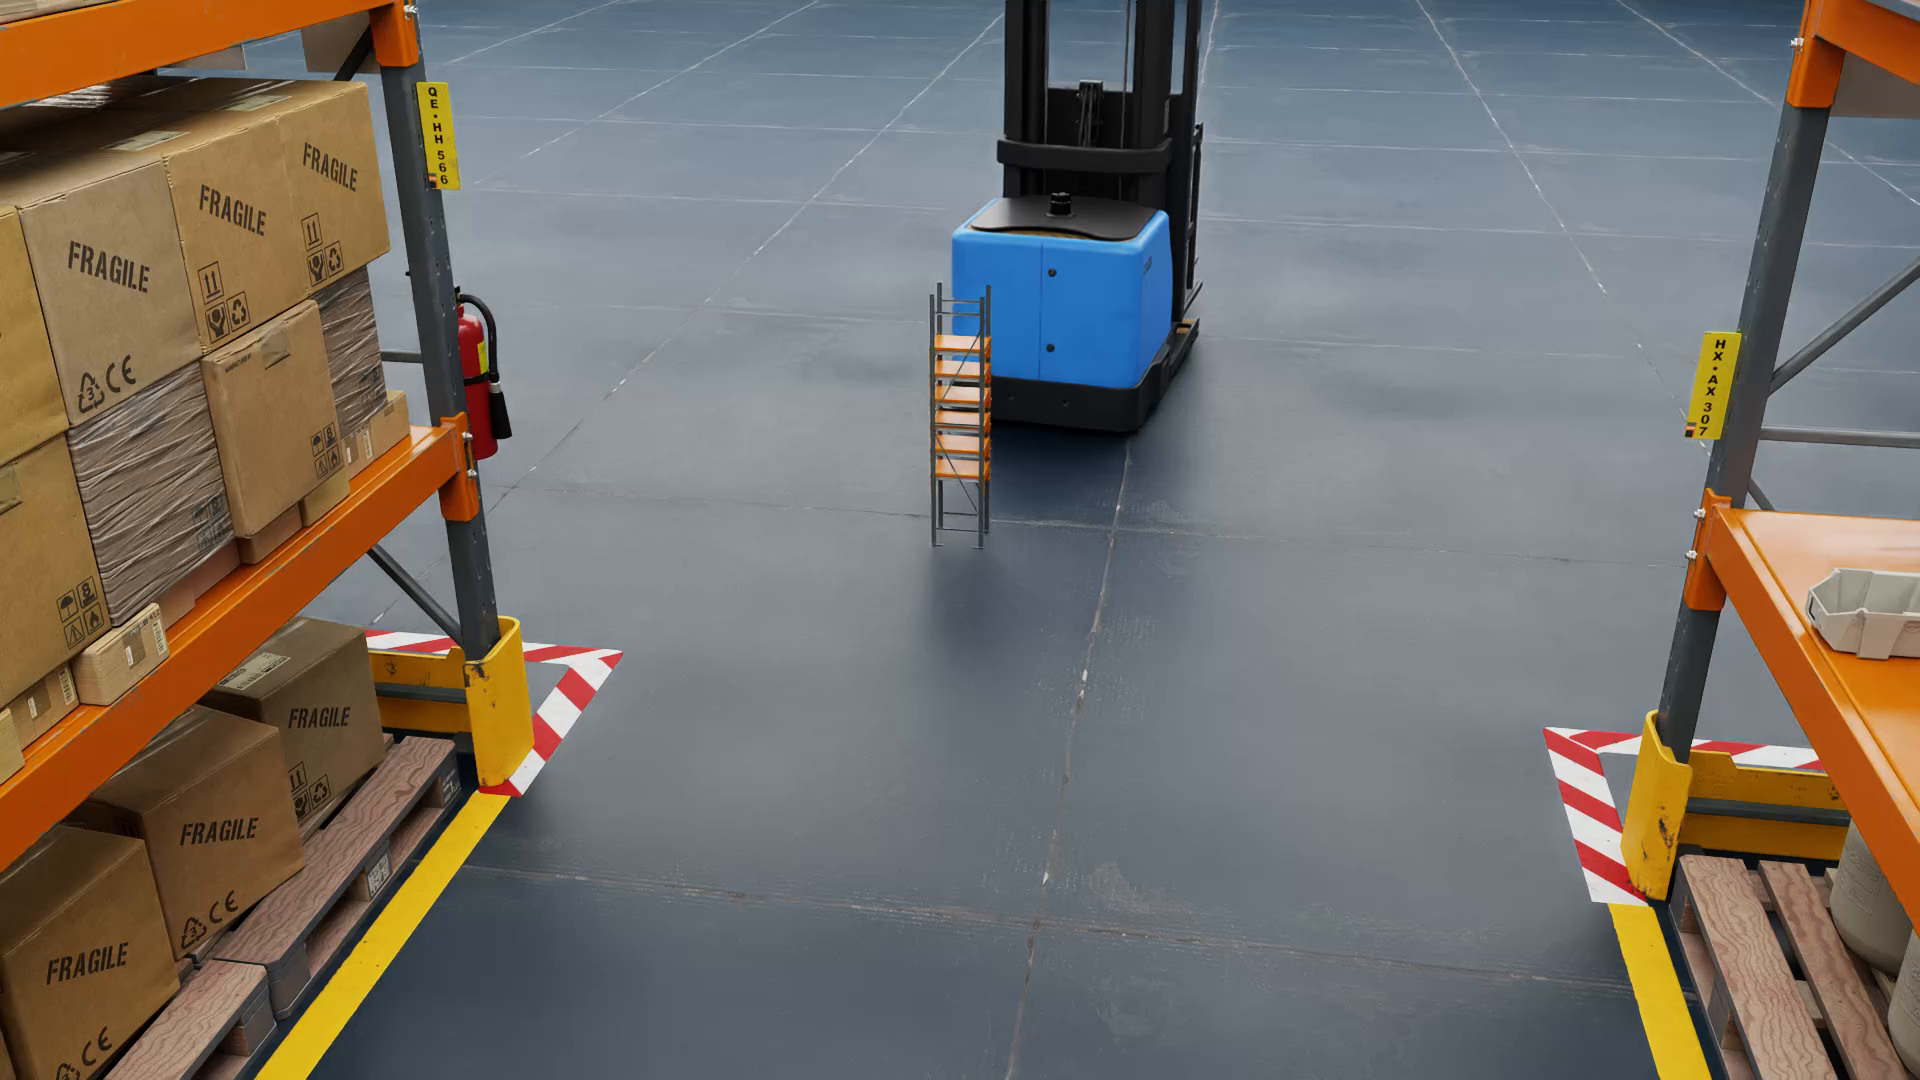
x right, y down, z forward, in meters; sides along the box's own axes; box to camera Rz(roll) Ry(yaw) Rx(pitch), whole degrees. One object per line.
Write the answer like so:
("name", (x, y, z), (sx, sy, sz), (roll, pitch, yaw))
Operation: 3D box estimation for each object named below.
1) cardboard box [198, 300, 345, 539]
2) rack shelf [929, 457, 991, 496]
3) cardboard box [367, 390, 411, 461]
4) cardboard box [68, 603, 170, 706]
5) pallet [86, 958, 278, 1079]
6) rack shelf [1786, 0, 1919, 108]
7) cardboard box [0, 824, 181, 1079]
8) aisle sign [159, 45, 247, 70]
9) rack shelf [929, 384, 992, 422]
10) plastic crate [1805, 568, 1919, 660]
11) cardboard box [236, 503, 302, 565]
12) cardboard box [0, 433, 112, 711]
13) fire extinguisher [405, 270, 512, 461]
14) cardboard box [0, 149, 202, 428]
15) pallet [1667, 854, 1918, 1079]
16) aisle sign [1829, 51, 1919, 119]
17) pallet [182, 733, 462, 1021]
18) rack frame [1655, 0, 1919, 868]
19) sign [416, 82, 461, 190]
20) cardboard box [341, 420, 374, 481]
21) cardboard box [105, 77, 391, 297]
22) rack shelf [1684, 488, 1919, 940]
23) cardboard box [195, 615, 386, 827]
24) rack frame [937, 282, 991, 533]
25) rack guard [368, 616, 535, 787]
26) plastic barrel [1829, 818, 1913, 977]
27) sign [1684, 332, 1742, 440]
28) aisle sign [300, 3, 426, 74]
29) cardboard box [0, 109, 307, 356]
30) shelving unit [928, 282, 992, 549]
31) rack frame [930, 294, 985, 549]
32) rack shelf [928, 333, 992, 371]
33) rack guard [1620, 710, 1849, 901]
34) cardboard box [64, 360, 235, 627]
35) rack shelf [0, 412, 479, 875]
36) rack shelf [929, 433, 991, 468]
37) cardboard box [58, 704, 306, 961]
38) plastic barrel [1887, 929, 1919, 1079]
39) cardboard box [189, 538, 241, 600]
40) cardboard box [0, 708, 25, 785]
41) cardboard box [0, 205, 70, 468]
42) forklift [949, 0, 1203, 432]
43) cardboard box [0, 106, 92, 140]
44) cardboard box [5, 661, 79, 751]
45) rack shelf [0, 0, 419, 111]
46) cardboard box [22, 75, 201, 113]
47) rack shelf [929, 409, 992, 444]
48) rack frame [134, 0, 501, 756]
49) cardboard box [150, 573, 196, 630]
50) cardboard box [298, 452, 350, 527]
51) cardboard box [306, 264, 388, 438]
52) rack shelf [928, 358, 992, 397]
("cardboard box", (-2.234, -0.360, 4.512), (0.875, 0.500, 0.500), (4, 25, 9))
("rack shelf", (0.002, -0.292, 7.629), (0.258, 0.103, 0.180), (4, 25, 9))
("cardboard box", (-1.996, -0.378, 5.316), (0.380, 0.149, 0.250), (4, 25, 9))
("cardboard box", (-2.138, 0.256, 3.960), (0.380, 0.149, 0.250), (4, 25, 9))
("pallet", (-2.535, 1.515, 4.264), (1.003, 0.211, 1.213), (4, 25, 9))
("rack shelf", (2.406, -0.479, 2.544), (1.077, 0.370, 4.000), (4, 25, 9))
("cardboard box", (-2.457, 1.089, 4.338), (0.500, 0.500, 0.500), (6, 26, 13))
("aisle sign", (-2.439, -1.850, 5.097), (0.394, 0.787, 0.004), (4, 25, 9))
("rack shelf", (0.002, -0.618, 7.477), (0.258, 0.103, 0.180), (4, 25, 9))
("plastic crate", (2.269, 0.189, 4.119), (0.298, 0.136, 0.250), (4, 25, 9))
("cardboard box", (-2.084, -0.062, 4.641), (0.380, 0.149, 0.250), (4, 25, 9))
("cardboard box", (-2.451, 0.055, 3.626), (0.875, 0.500, 0.500), (4, 25, 9))
("fire extinguisher", (-1.680, -0.606, 5.598), (0.296, 0.674, 0.183), (4, 25, 9))
("cardboard box", (-2.160, -0.593, 3.830), (0.500, 0.500, 0.500), (4, 25, 9))
("pallet", (2.629, 1.355, 4.606), (1.003, 0.211, 1.213), (4, 25, 9))
("aisle sign", (2.456, -1.510, 4.371), (0.394, 0.787, 0.004), (4, 25, 9))
("pallet", (-2.333, 1.007, 5.350), (1.003, 0.211, 1.213), (4, 25, 9))
("rack frame", (2.733, -0.282, 4.815), (1.000, 3.000, 0.127), (4, 25, 9))
("sign", (-1.609, -1.246, 5.135), (0.100, 0.325, 0.005), (4, 25, 9))
("cardboard box", (-2.038, -0.274, 5.093), (0.380, 0.149, 0.250), (4, 25, 9))
("cardboard box", (-1.999, -1.011, 4.724), (0.500, 0.500, 0.500), (4, 25, 9))
("rack shelf", (2.406, 0.880, 3.180), (1.077, 0.370, 4.000), (4, 25, 9))
("cardboard box", (-2.272, 0.577, 5.433), (0.500, 0.500, 0.500), (9, 27, 18))
("rack frame", (0.017, -0.588, 7.590), (0.240, 1.200, 0.006), (4, 25, 9))
("rack guard", (-2.166, 0.538, 6.010), (1.175, 0.500, 0.348), (4, 25, 9))
("plastic barrel", (2.701, 0.935, 4.654), (0.421, 0.512, 0.421), (0, 25, 0))
("sign", (2.191, -0.448, 4.841), (0.100, 0.325, 0.005), (4, 25, 9))
("aisle sign", (-1.847, -1.808, 5.008), (0.394, 0.787, 0.004), (4, 25, 9))
("cardboard box", (-2.075, -0.802, 4.276), (0.500, 0.500, 0.500), (4, 25, 9))
("shelving unit", (0.002, -0.549, 7.509), (0.258, 1.200, 0.189), (4, 25, 9))
("rack frame", (-0.013, -0.511, 7.427), (0.240, 1.200, 0.006), (4, 25, 9))
("rack shelf", (0.002, -0.835, 7.375), (0.258, 0.103, 0.180), (4, 25, 9))
("rack guard", (2.767, 0.885, 5.270), (1.175, 0.500, 0.348), (4, 25, 9))
("cardboard box", (-2.358, -0.154, 4.071), (0.875, 0.500, 0.500), (4, 25, 9))
("rack shelf", (-2.480, 0.537, 3.913), (1.077, 0.370, 4.000), (4, 25, 9))
("rack shelf", (0.002, -0.401, 7.578), (0.258, 0.103, 0.180), (4, 25, 9))
("cardboard box", (-2.336, 0.829, 4.894), (0.500, 0.500, 0.500), (11, 27, 22))
("plastic barrel", (2.619, 1.144, 4.206), (0.421, 0.512, 0.421), (0, 25, 0))
("cardboard box", (-2.166, 0.040, 4.423), (0.380, 0.149, 0.250), (4, 25, 9))
("cardboard box", (-2.243, 0.464, 3.517), (0.380, 0.149, 0.250), (4, 25, 9))
("cardboard box", (-2.250, -0.384, 3.384), (0.500, 0.500, 0.500), (4, 25, 9))
("forklift", (0.858, -2.501, 9.635), (1.130, 2.935, 3.031), (7, 26, 15))
("cardboard box", (-2.601, -0.838, 4.355), (0.500, 0.500, 0.500), (4, 25, 9))
("cardboard box", (-2.247, 0.356, 3.747), (0.380, 0.149, 0.250), (4, 25, 9))
("rack shelf", (-2.480, -0.822, 3.277), (1.077, 0.370, 4.000), (4, 25, 9))
("cardboard box", (-2.512, -1.047, 4.801), (0.500, 0.500, 0.500), (4, 25, 9))
("rack shelf", (0.002, -0.509, 7.527), (0.258, 0.103, 0.180), (4, 25, 9))
("rack frame", (-2.153, -0.625, 5.548), (1.000, 3.000, 0.127), (4, 25, 9))
("cardboard box", (-2.184, 0.146, 4.197), (0.380, 0.149, 0.250), (4, 25, 9))
("cardboard box", (-2.028, -0.165, 4.862), (0.380, 0.149, 0.250), (4, 25, 9))
("cardboard box", (-2.270, -0.577, 4.976), (0.875, 0.500, 0.500), (4, 25, 9))
("rack shelf", (0.002, -0.727, 7.426), (0.258, 0.103, 0.180), (4, 25, 9))
